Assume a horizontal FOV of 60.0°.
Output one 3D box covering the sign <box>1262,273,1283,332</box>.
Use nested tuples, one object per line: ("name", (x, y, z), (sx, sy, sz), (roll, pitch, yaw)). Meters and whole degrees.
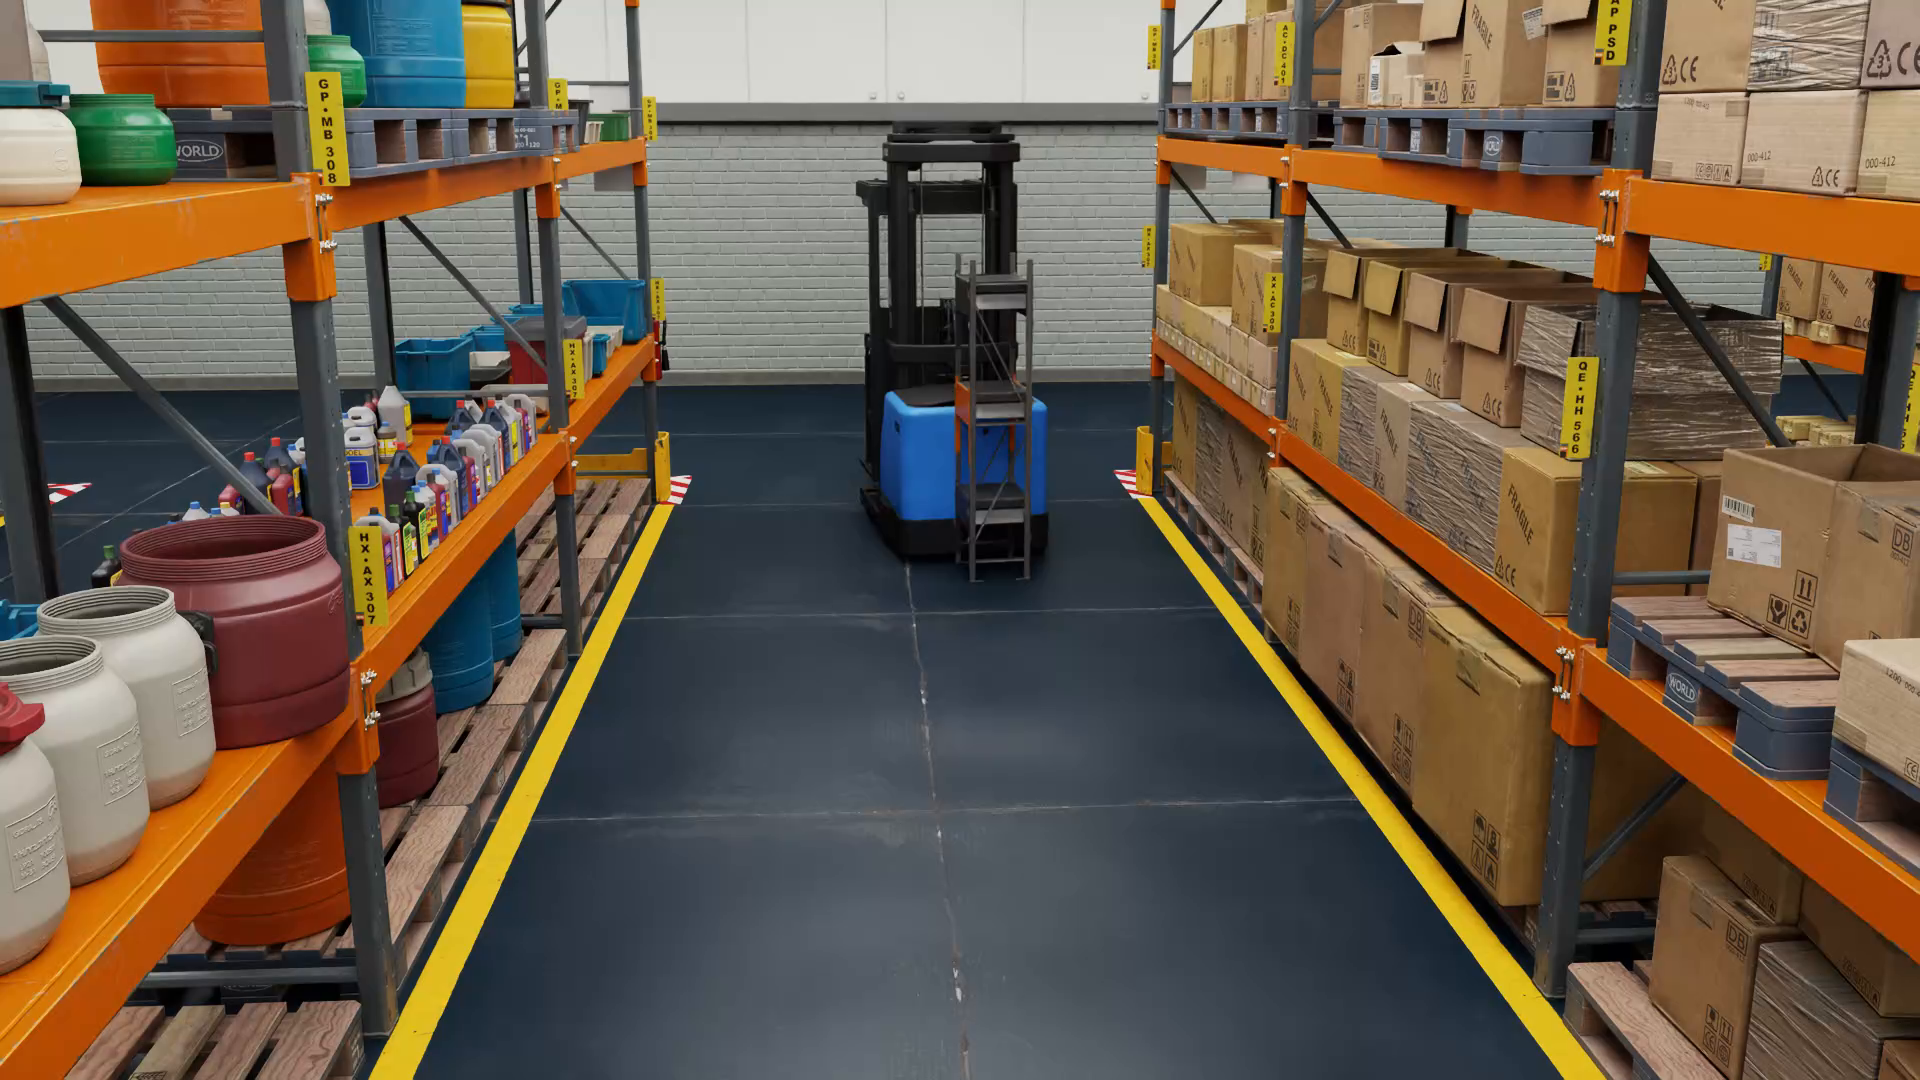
("sign", (1.734, -1.315, 9.220), (0.100, 0.325, 0.005), (-1, 14, -3))

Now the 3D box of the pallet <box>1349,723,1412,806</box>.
("pallet", (2.490, 0.979, 7.796), (1.003, 0.211, 1.213), (-1, 14, -3))

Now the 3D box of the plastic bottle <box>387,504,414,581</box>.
("plastic bottle", (-2.103, 0.000, 6.240), (0.061, 0.283, 0.133), (-1, 14, -3))

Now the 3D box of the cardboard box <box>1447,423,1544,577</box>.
("cardboard box", (2.233, -0.163, 6.438), (0.500, 0.500, 0.500), (-1, 14, -4))

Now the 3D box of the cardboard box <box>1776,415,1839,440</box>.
("cardboard box", (6.690, -0.887, 13.141), (0.380, 0.149, 0.250), (-2, 15, -6))

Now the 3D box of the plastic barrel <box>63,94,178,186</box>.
("plastic barrel", (-2.341, -1.112, 4.619), (0.294, 0.245, 0.294), (0, 14, 0))

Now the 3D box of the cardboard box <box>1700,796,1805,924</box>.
("cardboard box", (2.607, 0.929, 5.023), (0.500, 0.250, 0.500), (0, 14, -1))

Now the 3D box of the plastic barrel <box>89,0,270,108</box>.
("plastic barrel", (-2.440, -1.800, 5.278), (0.600, 0.830, 0.708), (-1, 14, -3))

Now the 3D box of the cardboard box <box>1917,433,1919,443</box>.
("cardboard box", (7.337, -0.704, 12.428), (0.380, 0.149, 0.250), (-1, 15, -6))

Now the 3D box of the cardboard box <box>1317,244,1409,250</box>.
("cardboard box", (2.491, -1.546, 10.215), (0.500, 0.500, 0.500), (-1, 14, -3))

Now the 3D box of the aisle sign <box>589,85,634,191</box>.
("aisle sign", (-2.615, -3.066, 12.705), (0.394, 0.787, 0.004), (-1, 14, -3))

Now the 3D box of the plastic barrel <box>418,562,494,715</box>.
("plastic barrel", (-2.595, 0.335, 8.073), (0.600, 0.901, 0.708), (-1, 14, -3))

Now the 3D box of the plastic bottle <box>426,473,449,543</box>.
("plastic bottle", (-2.138, -0.139, 6.781), (0.061, 0.283, 0.133), (-1, 14, -3))

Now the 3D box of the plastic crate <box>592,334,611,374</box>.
("plastic crate", (-2.520, -1.225, 10.985), (0.416, 0.233, 0.300), (-1, 14, -3))

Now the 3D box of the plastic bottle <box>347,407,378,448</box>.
("plastic bottle", (-2.984, -0.517, 8.267), (0.152, 0.276, 0.135), (-1, 14, -3))

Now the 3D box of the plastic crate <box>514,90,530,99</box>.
("plastic crate", (-3.083, -2.823, 11.082), (0.504, 0.338, 0.767), (-1, 14, -3))

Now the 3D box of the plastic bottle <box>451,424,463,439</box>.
("plastic bottle", (-2.378, -0.411, 7.863), (0.097, 0.271, 0.097), (0, 14, 0))

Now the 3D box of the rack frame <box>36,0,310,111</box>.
("rack frame", (-2.408, -2.700, 4.461), (1.000, 3.000, 0.127), (-1, 14, -3))

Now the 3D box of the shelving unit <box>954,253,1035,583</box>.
("shelving unit", (0.216, -0.803, 10.934), (0.431, 2.100, 0.503), (-3, 15, -11))

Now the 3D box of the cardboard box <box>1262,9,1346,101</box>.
("cardboard box", (2.180, -2.813, 9.674), (0.700, 0.500, 0.500), (-2, 15, -7))

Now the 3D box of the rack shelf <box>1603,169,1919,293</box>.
("rack shelf", (2.660, -0.478, 3.289), (1.077, 0.370, 4.000), (-1, 14, -3))

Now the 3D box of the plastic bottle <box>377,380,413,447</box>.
("plastic bottle", (-2.955, -0.663, 8.682), (0.144, 0.351, 0.185), (-1, 14, -3))

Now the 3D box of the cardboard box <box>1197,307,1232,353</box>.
("cardboard box", (1.904, -1.425, 11.248), (0.500, 0.250, 0.500), (-1, 14, -5))

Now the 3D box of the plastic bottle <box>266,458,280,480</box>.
("plastic bottle", (-2.888, -0.197, 7.005), (0.061, 0.283, 0.133), (-1, 14, -3))

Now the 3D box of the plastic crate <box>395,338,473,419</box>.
("plastic crate", (-3.025, -0.922, 9.500), (0.392, 0.384, 0.575), (-1, 14, -3))

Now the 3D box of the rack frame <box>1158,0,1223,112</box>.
("rack frame", (2.040, -4.766, 12.491), (1.000, 3.000, 0.127), (-1, 14, -3))

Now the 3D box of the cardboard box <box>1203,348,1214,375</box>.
("cardboard box", (1.848, -1.198, 11.167), (0.380, 0.149, 0.250), (-1, 14, -3))

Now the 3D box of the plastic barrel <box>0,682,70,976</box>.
("plastic barrel", (-2.072, 0.603, 3.391), (0.433, 0.535, 0.433), (0, 14, 0))

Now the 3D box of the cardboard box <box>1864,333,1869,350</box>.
("cardboard box", (6.855, -1.444, 12.124), (0.380, 0.149, 0.250), (-1, 14, -4))

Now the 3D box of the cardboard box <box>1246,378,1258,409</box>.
("cardboard box", (1.926, -0.879, 9.928), (0.380, 0.149, 0.250), (-1, 14, -2))

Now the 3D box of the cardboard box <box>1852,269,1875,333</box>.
("cardboard box", (6.825, -1.734, 11.948), (0.500, 0.500, 0.500), (-1, 14, -3))

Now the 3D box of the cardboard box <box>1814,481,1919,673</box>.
("cardboard box", (2.744, 0.148, 4.388), (0.700, 0.500, 0.500), (1, 14, 5))

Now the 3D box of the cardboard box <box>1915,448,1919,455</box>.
("cardboard box", (6.792, -0.560, 11.870), (0.380, 0.149, 0.250), (-1, 14, -3))

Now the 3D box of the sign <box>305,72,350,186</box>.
("sign", (-1.859, -1.207, 4.888), (0.100, 0.325, 0.005), (-1, 14, -3))

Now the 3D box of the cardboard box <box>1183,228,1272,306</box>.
("cardboard box", (1.870, -1.919, 11.663), (0.500, 0.500, 0.500), (-1, 14, -5))

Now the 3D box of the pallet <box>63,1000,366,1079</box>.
("pallet", (-2.398, 1.749, 4.805), (1.003, 0.211, 1.213), (-1, 14, -3))

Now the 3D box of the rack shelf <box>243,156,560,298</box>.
("rack shelf", (-2.531, -1.396, 6.858), (1.077, 0.370, 4.000), (-1, 14, -3))

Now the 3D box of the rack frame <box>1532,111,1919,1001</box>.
("rack frame", (2.536, 0.129, 5.506), (1.000, 3.000, 0.127), (-1, 14, -3))

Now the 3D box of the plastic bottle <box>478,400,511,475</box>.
("plastic bottle", (-2.260, -0.496, 8.034), (0.144, 0.351, 0.185), (-1, 14, -3))

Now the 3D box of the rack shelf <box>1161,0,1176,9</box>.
("rack shelf", (2.164, -3.727, 10.697), (1.077, 0.370, 4.000), (-1, 14, -3))

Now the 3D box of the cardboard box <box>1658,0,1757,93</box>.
("cardboard box", (2.308, -1.494, 4.588), (0.500, 0.500, 0.500), (-1, 14, -3))

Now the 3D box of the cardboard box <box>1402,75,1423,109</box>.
("cardboard box", (2.231, -2.028, 7.529), (0.380, 0.149, 0.250), (-1, 15, -6))

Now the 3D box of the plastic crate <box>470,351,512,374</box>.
("plastic crate", (-3.063, -1.119, 10.766), (0.293, 0.136, 0.466), (-1, 14, -3))

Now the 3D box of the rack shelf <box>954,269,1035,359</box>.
("rack shelf", (0.216, -1.468, 10.763), (0.431, 0.518, 0.480), (-3, 15, -11))

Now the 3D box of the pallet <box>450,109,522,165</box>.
("pallet", (-2.436, -1.675, 6.877), (1.003, 0.211, 1.213), (-1, 14, -3))

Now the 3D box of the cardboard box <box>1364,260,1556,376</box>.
("cardboard box", (2.367, -1.071, 7.954), (0.797, 0.503, 0.637), (-1, 14, -3))

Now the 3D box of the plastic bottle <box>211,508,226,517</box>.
("plastic bottle", (-2.898, -0.024, 6.499), (0.097, 0.201, 0.097), (0, 14, 0))

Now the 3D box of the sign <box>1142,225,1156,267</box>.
("sign", (1.486, -2.311, 13.093), (0.100, 0.325, 0.005), (-1, 14, -3))

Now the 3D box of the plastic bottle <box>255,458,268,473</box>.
("plastic bottle", (-2.949, -0.196, 7.001), (0.061, 0.283, 0.133), (-1, 14, -3))

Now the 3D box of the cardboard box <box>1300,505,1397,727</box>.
("cardboard box", (2.404, 0.341, 8.104), (1.225, 0.875, 0.875), (-1, 14, -5))

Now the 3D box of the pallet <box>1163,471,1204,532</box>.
("pallet", (2.168, -0.313, 12.818), (1.003, 0.211, 1.213), (-1, 14, -3))

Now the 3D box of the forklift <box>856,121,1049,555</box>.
("forklift", (-0.172, -1.639, 12.514), (1.130, 2.935, 3.031), (-3, 15, -11))

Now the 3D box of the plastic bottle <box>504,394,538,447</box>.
("plastic bottle", (-2.308, -0.636, 8.729), (0.152, 0.276, 0.135), (-1, 14, -3))

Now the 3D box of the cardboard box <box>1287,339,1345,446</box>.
("cardboard box", (2.067, -0.796, 8.900), (0.500, 0.500, 0.500), (-1, 14, -3))

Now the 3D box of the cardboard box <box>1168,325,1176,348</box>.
("cardboard box", (1.766, -1.518, 12.412), (0.380, 0.149, 0.250), (-1, 14, -5))

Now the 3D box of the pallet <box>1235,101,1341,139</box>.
("pallet", (2.248, -2.479, 9.801), (1.003, 0.211, 1.213), (-1, 14, -3))

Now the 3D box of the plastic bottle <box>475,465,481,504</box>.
("plastic bottle", (-2.197, -0.264, 7.433), (0.097, 0.201, 0.097), (0, 14, 0))
